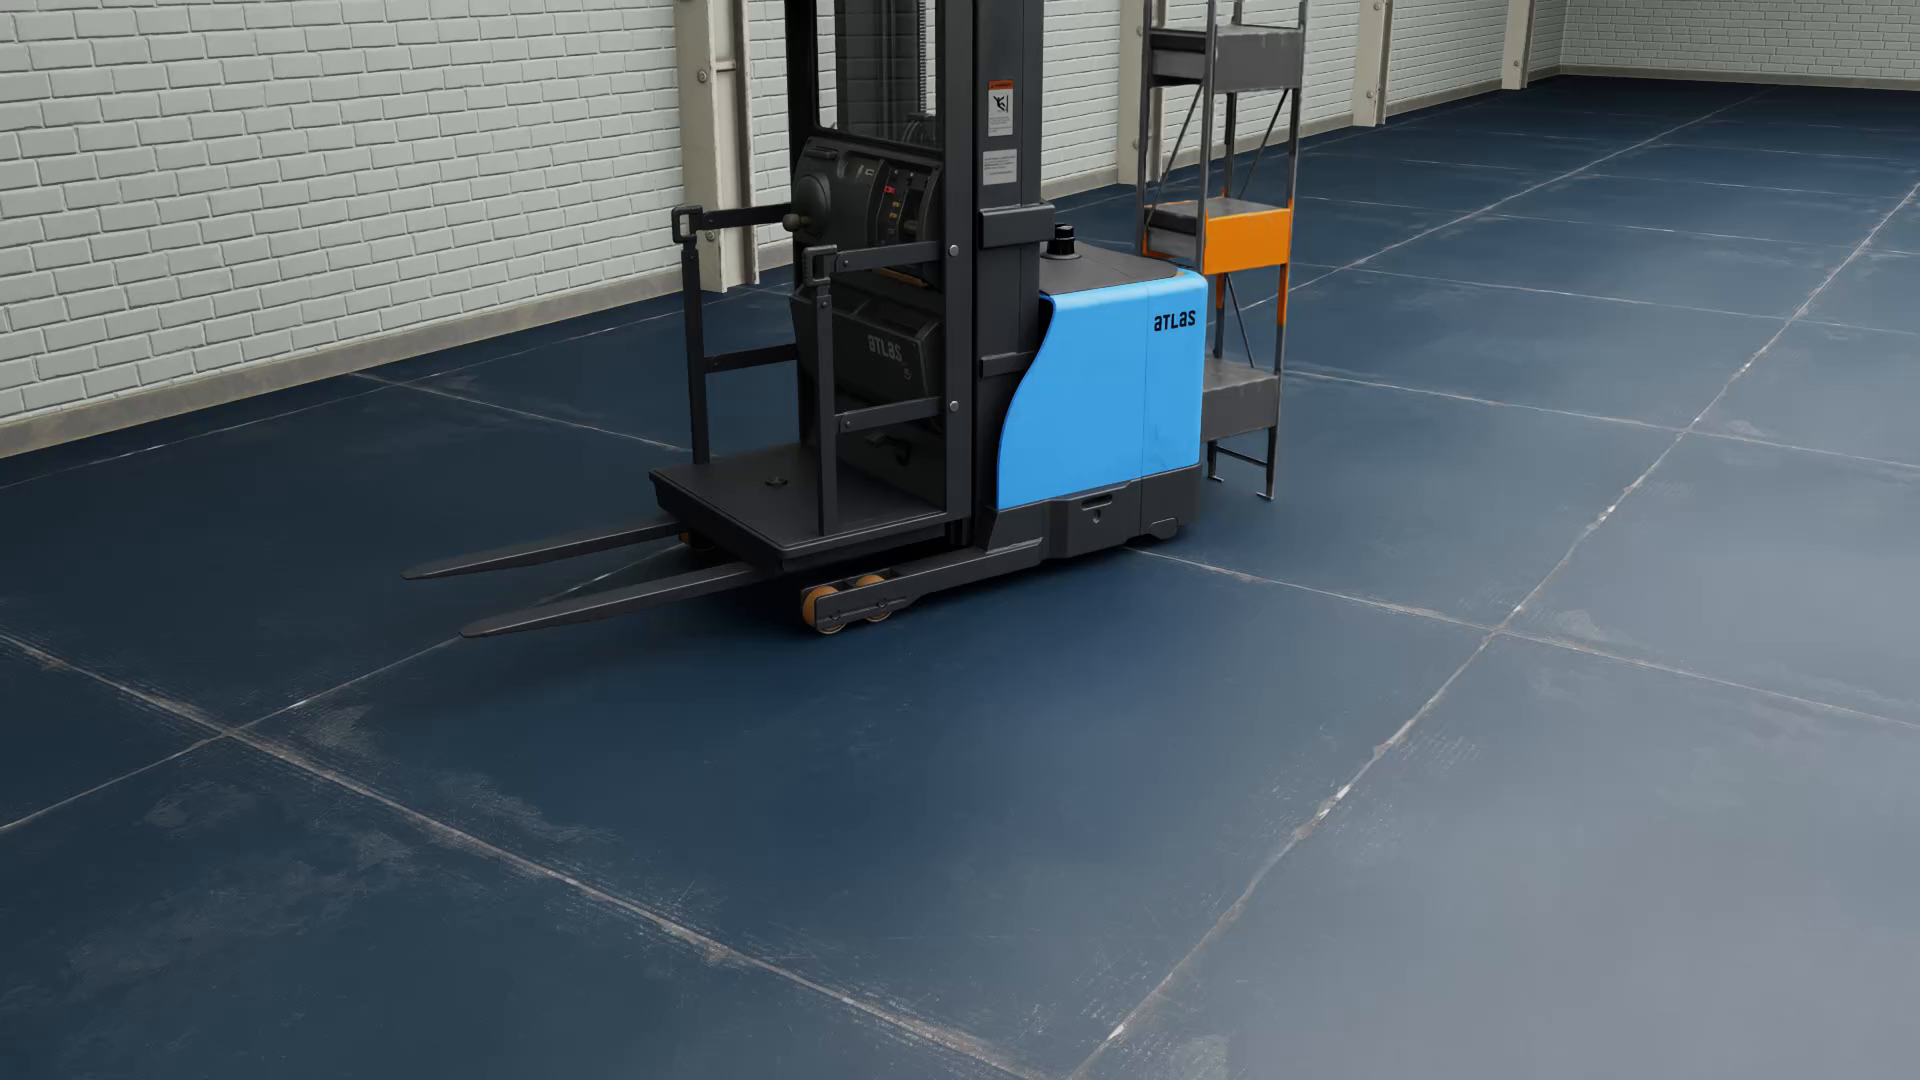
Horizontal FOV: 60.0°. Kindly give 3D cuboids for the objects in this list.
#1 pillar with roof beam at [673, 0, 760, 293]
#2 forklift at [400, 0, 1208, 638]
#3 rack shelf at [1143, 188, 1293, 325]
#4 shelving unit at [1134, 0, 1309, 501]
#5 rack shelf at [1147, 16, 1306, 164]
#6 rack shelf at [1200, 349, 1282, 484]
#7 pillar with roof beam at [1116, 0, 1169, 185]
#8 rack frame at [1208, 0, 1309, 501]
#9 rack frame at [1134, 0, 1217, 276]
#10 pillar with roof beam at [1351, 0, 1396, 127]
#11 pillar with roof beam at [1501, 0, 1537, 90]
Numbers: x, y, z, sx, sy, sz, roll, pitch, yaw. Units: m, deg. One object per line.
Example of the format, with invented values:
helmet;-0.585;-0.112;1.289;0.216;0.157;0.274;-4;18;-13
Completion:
pillar with roof beam;1.925;-5.150;7.718;9.100;9.000;0.400;13;24;32
forklift;-0.520;-1.251;5.922;3.031;2.935;1.130;-13;24;-32
rack shelf;1.044;-1.153;6.892;0.480;0.518;0.431;-14;24;-33
shelving unit;1.044;-1.165;6.888;0.503;2.100;0.431;-14;24;-33
rack shelf;1.045;-1.809;6.650;0.480;0.518;0.431;-14;24;-33
rack shelf;1.043;-0.496;7.135;0.480;0.518;0.431;-14;24;-33
pillar with roof beam;5.298;-6.872;12.372;9.100;9.000;0.400;13;24;32
rack frame;1.244;-1.214;7.019;0.015;2.100;0.400;-14;24;-33
rack frame;0.845;-1.117;6.756;0.015;2.100;0.400;-14;24;-33
pillar with roof beam;8.671;-8.593;17.026;9.100;9.000;0.400;13;24;32
pillar with roof beam;12.044;-10.315;21.680;9.100;9.000;0.400;13;24;32
